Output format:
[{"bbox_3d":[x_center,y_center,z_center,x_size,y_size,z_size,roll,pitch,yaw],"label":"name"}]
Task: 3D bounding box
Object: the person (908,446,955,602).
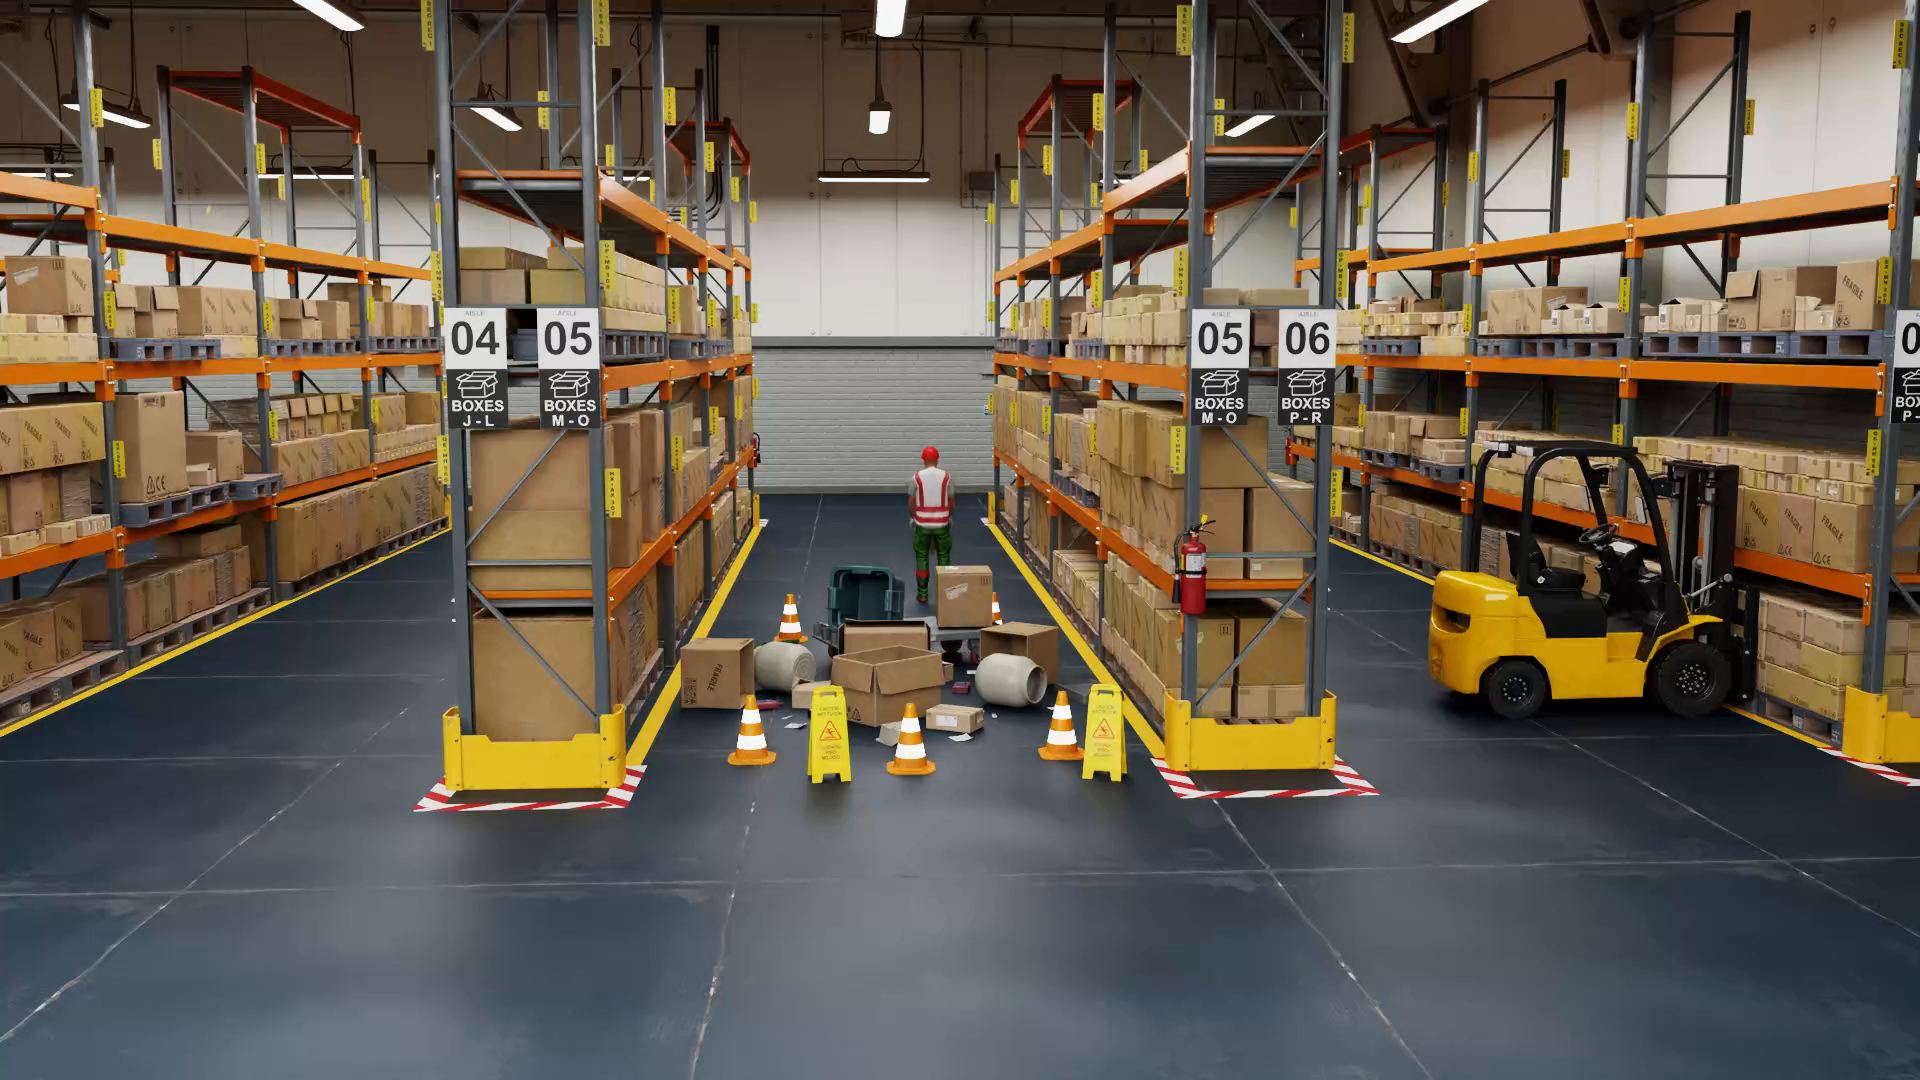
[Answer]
[{"bbox_3d":[-0.328,-0.186,19.213,0.544,1.788,0.414,-1,7,-5],"label":"person"}]
